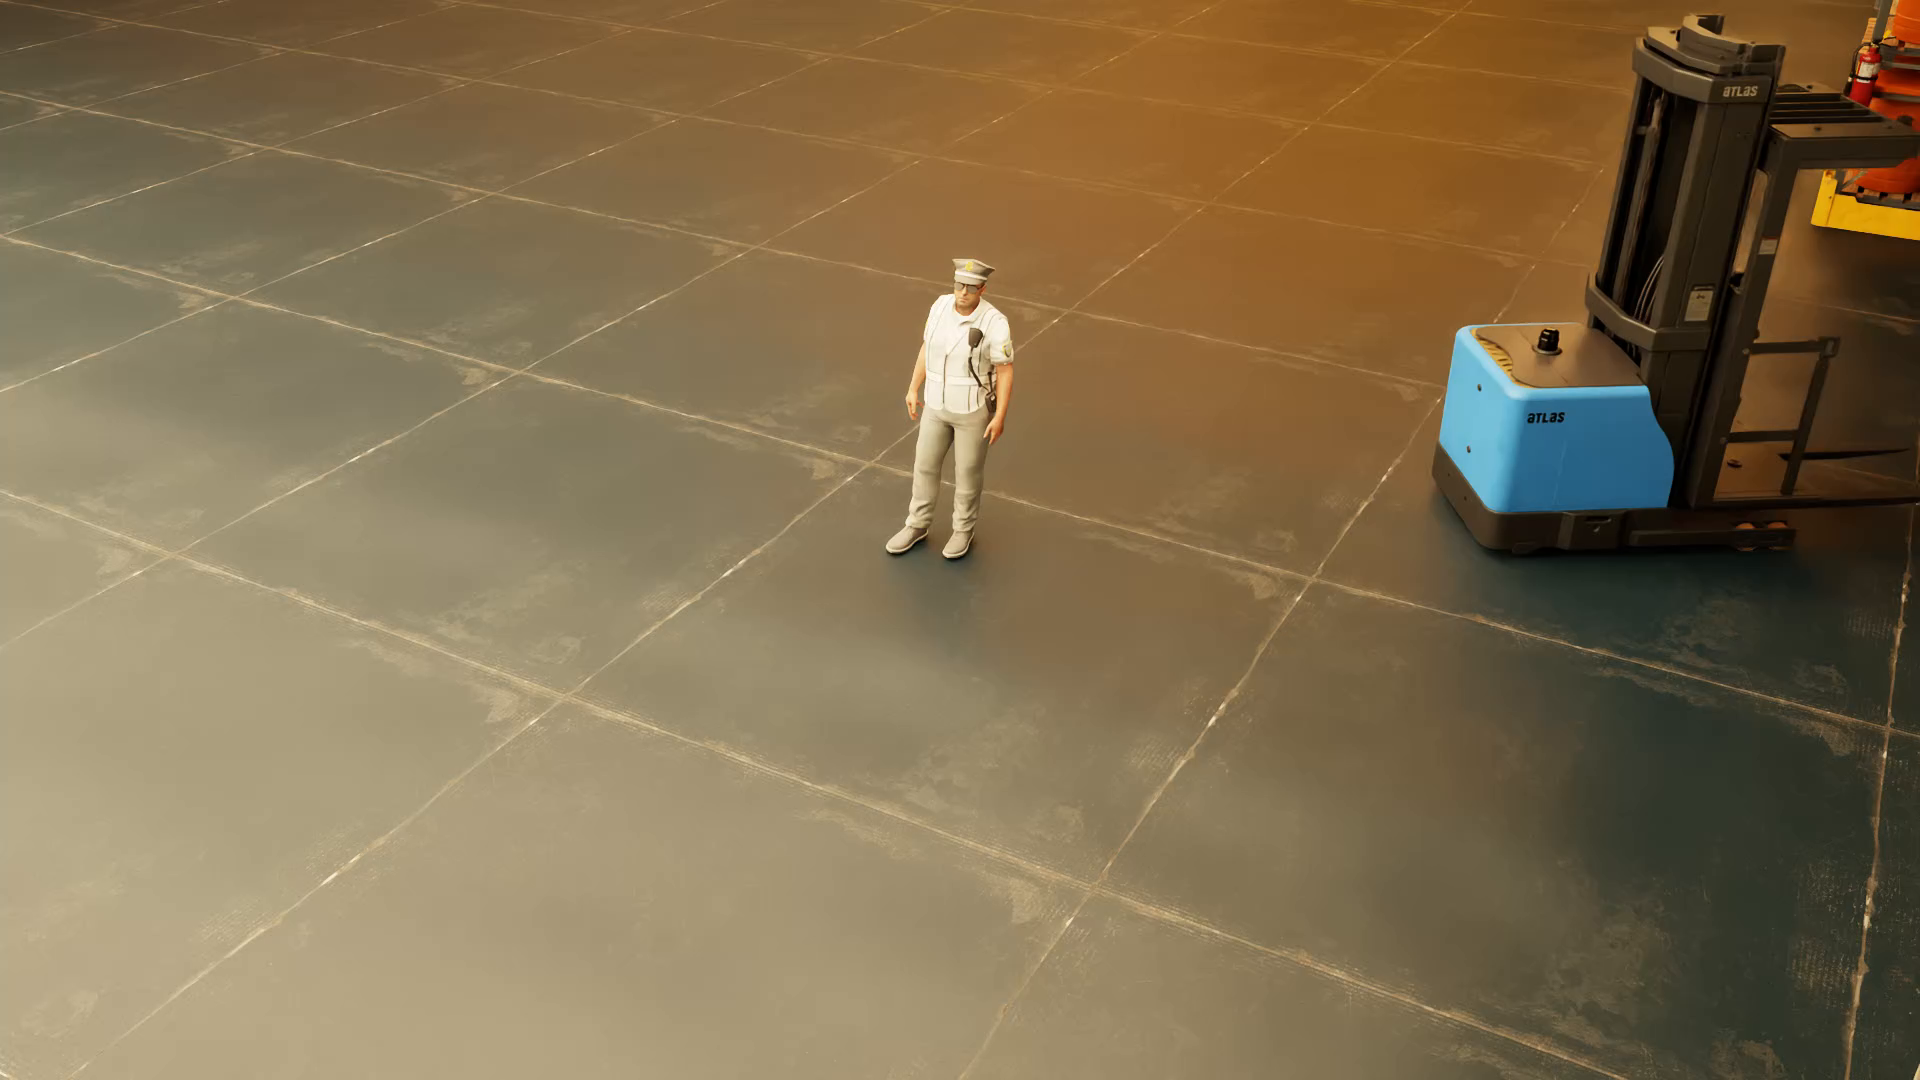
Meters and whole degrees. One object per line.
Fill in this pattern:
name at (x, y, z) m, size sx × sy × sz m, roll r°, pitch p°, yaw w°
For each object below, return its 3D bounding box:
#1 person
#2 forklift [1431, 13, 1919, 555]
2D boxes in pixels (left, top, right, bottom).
person at (-0.048, -0.747, 9.499) m, size 0.641 × 1.780 × 0.574 m, roll 15°, pitch 33°, yaw 25°
forklift at (4.541, -1.463, 9.605) m, size 3.031 × 2.935 × 1.130 m, roll -2°, pitch 30°, yaw -4°
